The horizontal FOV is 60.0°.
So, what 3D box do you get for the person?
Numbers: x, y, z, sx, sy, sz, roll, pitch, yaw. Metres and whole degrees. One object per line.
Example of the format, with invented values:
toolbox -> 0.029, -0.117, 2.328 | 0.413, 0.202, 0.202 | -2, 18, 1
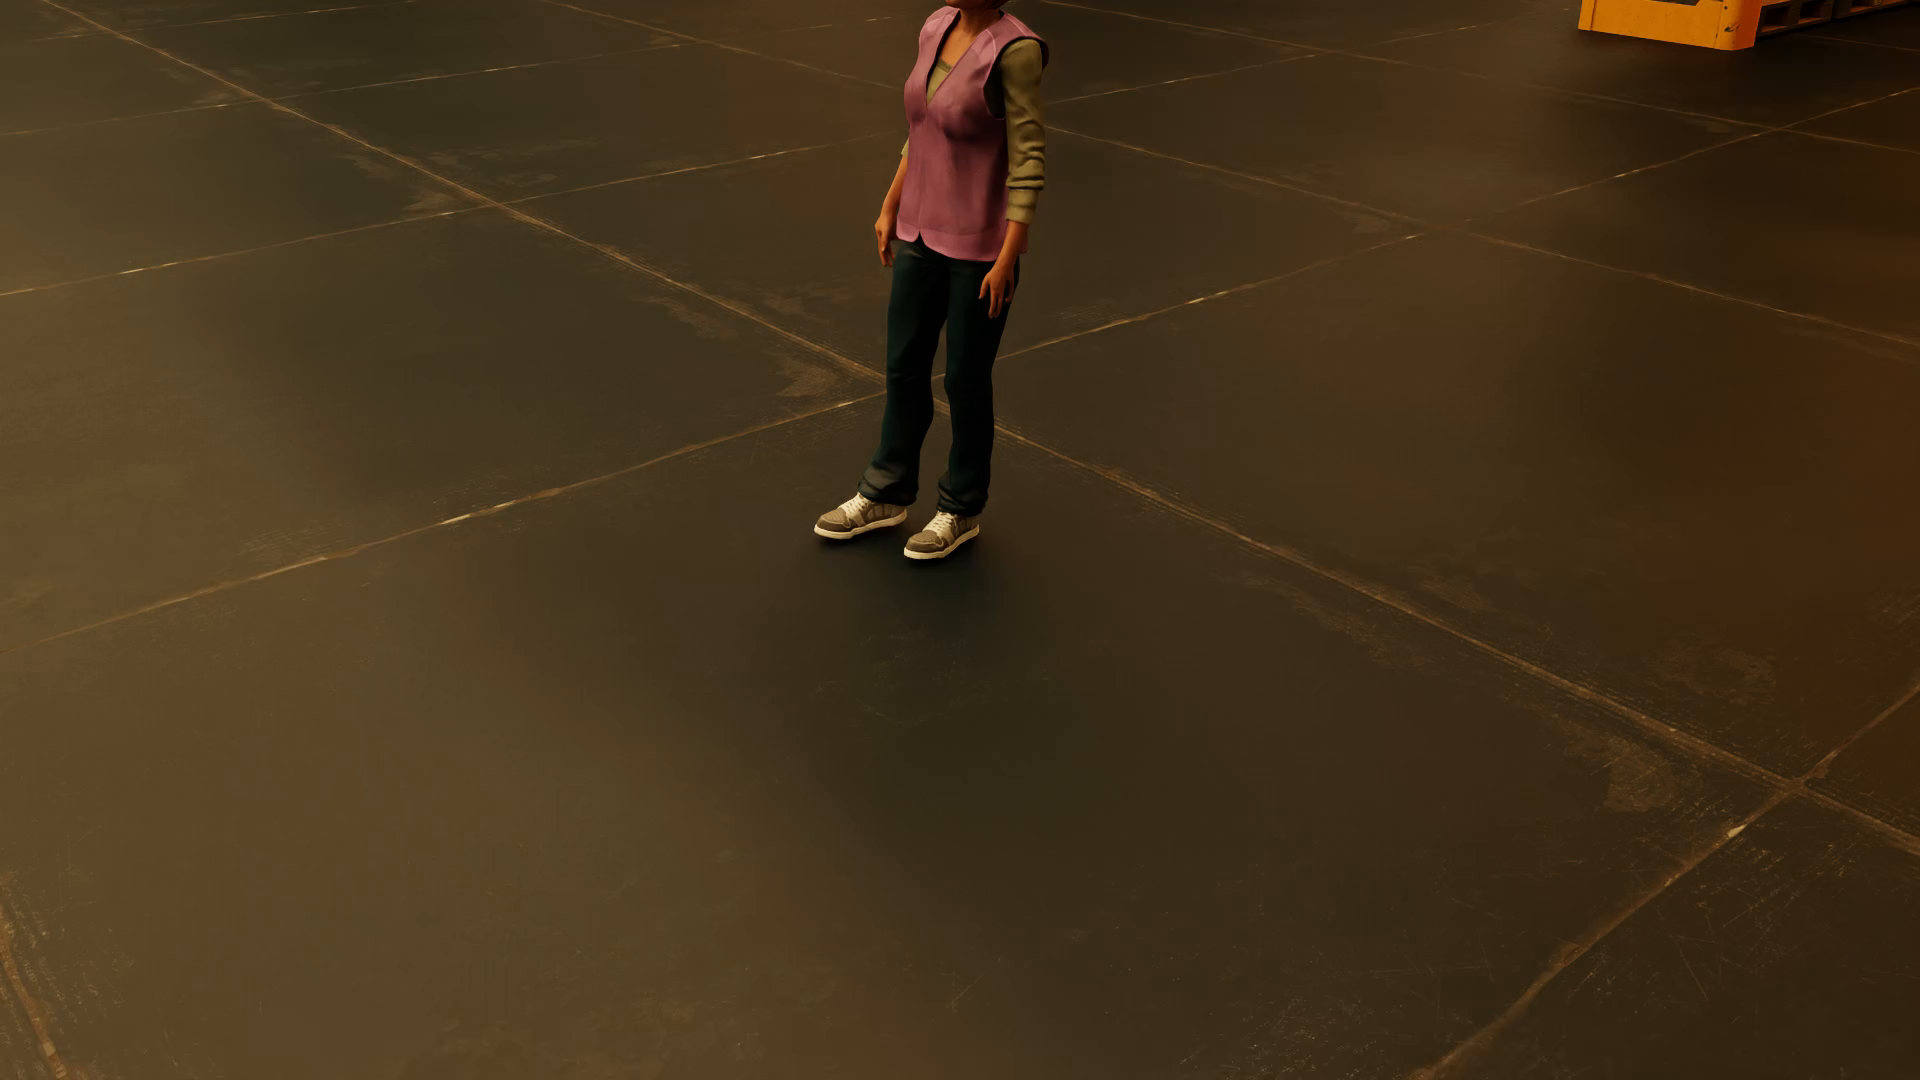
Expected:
person -> -0.066, -0.699, 4.113 | 0.473, 1.585, 0.520 | -20, 33, -35
